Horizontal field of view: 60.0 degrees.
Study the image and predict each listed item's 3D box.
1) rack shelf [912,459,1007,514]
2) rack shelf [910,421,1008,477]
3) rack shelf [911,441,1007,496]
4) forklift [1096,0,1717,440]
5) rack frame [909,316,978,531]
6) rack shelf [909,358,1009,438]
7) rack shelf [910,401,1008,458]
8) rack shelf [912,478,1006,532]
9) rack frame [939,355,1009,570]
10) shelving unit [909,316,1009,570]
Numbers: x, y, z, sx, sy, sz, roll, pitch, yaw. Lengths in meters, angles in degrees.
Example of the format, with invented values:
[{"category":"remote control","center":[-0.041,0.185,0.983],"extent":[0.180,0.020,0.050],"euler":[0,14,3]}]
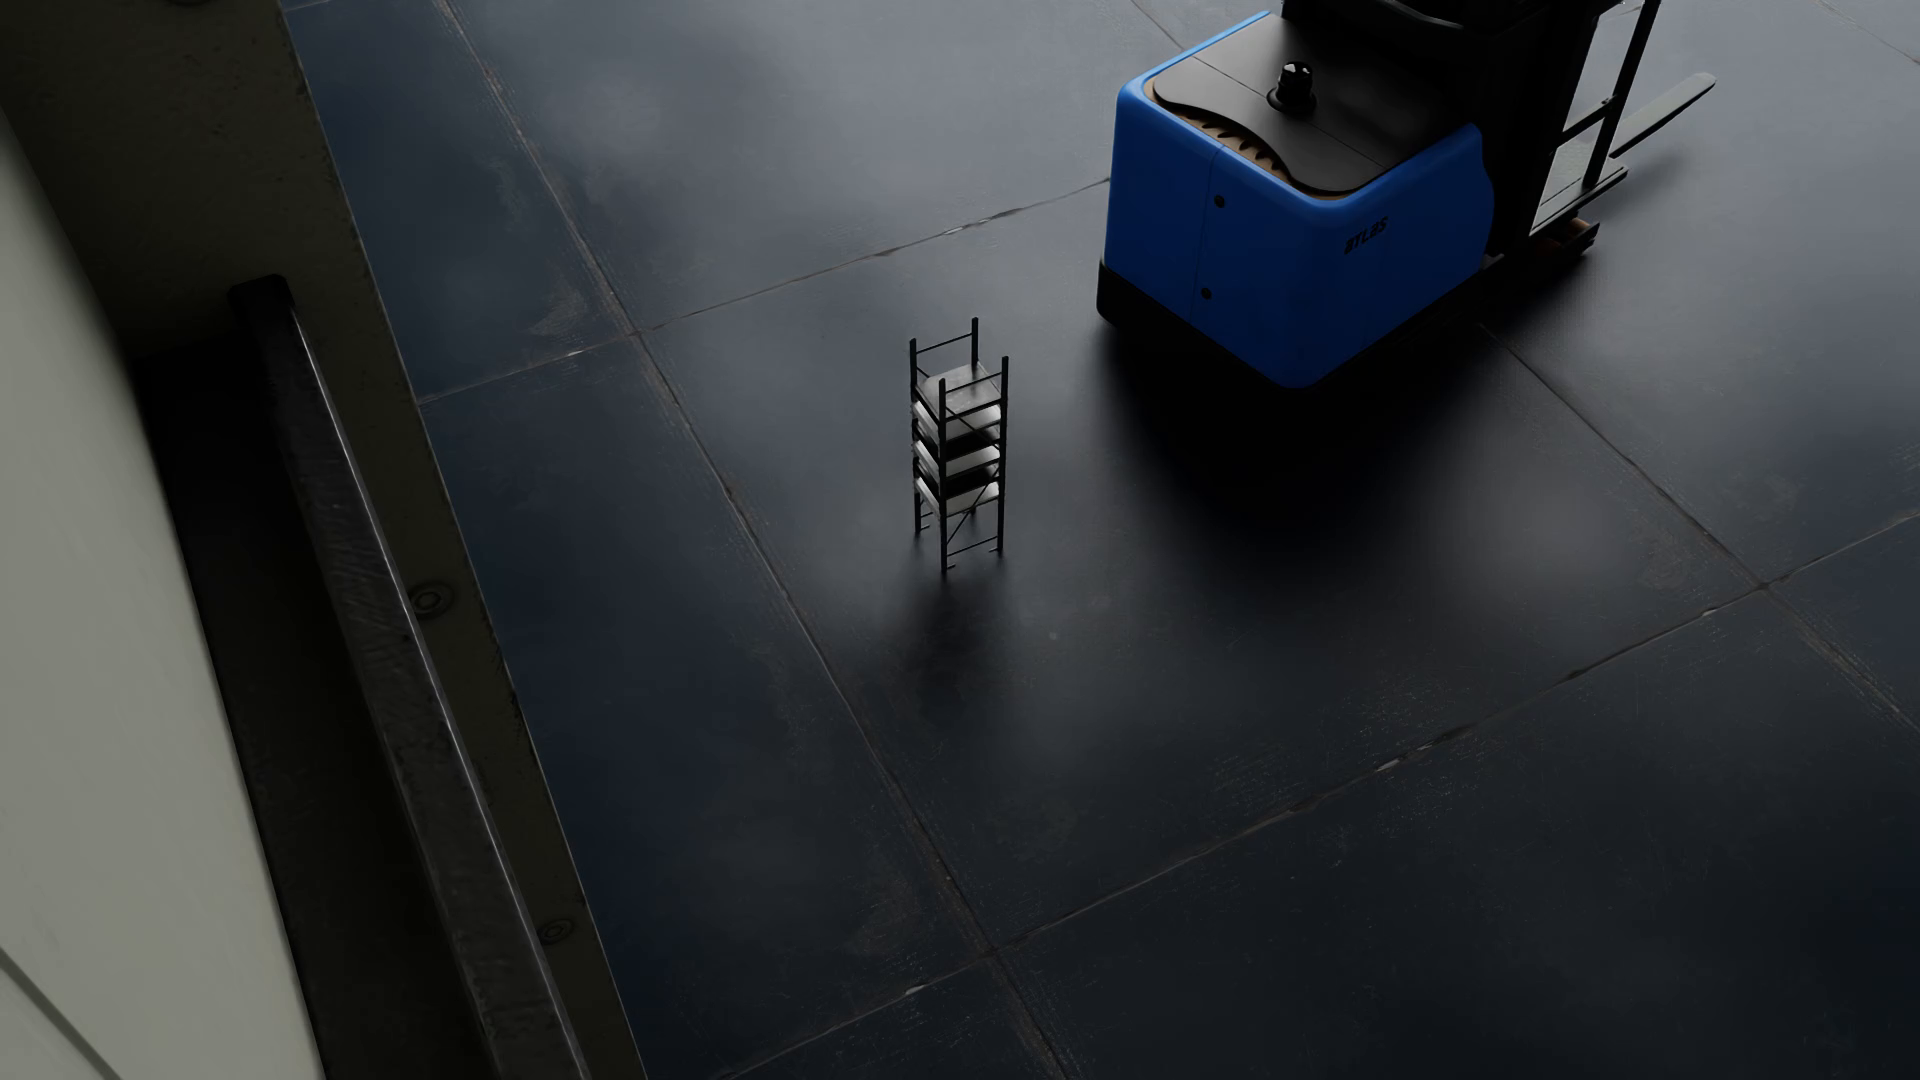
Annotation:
[{"category":"rack shelf","center":[-0.004,-0.221,5.608],"extent":[0.258,0.077,0.200],"euler":[-21,52,-18]},{"category":"rack shelf","center":[-0.004,-0.339,5.472],"extent":[0.258,0.077,0.200],"euler":[-21,52,-18]},{"category":"rack shelf","center":[-0.004,-0.280,5.540],"extent":[0.258,0.077,0.200],"euler":[-21,52,-18]},{"category":"forklift","center":[1.980,-2.297,5.910],"extent":[3.031,2.935,1.130],"euler":[-33,57,-26]},{"category":"rack frame","center":[-0.050,-0.370,5.574],"extent":[0.240,0.900,0.006],"euler":[-21,52,-18]},{"category":"rack shelf","center":[-0.004,-0.458,5.337],"extent":[0.258,0.077,0.200],"euler":[-21,52,-18]},{"category":"rack shelf","center":[-0.004,-0.398,5.404],"extent":[0.258,0.077,0.200],"euler":[-21,52,-18]},{"category":"rack shelf","center":[-0.004,-0.161,5.675],"extent":[0.258,0.077,0.200],"euler":[-21,52,-18]},{"category":"rack frame","center":[0.043,-0.234,5.455],"extent":[0.240,0.900,0.006],"euler":[-21,52,-18]},{"category":"shelving unit","center":[-0.004,-0.302,5.515],"extent":[0.258,0.900,0.210],"euler":[-21,52,-18]}]
